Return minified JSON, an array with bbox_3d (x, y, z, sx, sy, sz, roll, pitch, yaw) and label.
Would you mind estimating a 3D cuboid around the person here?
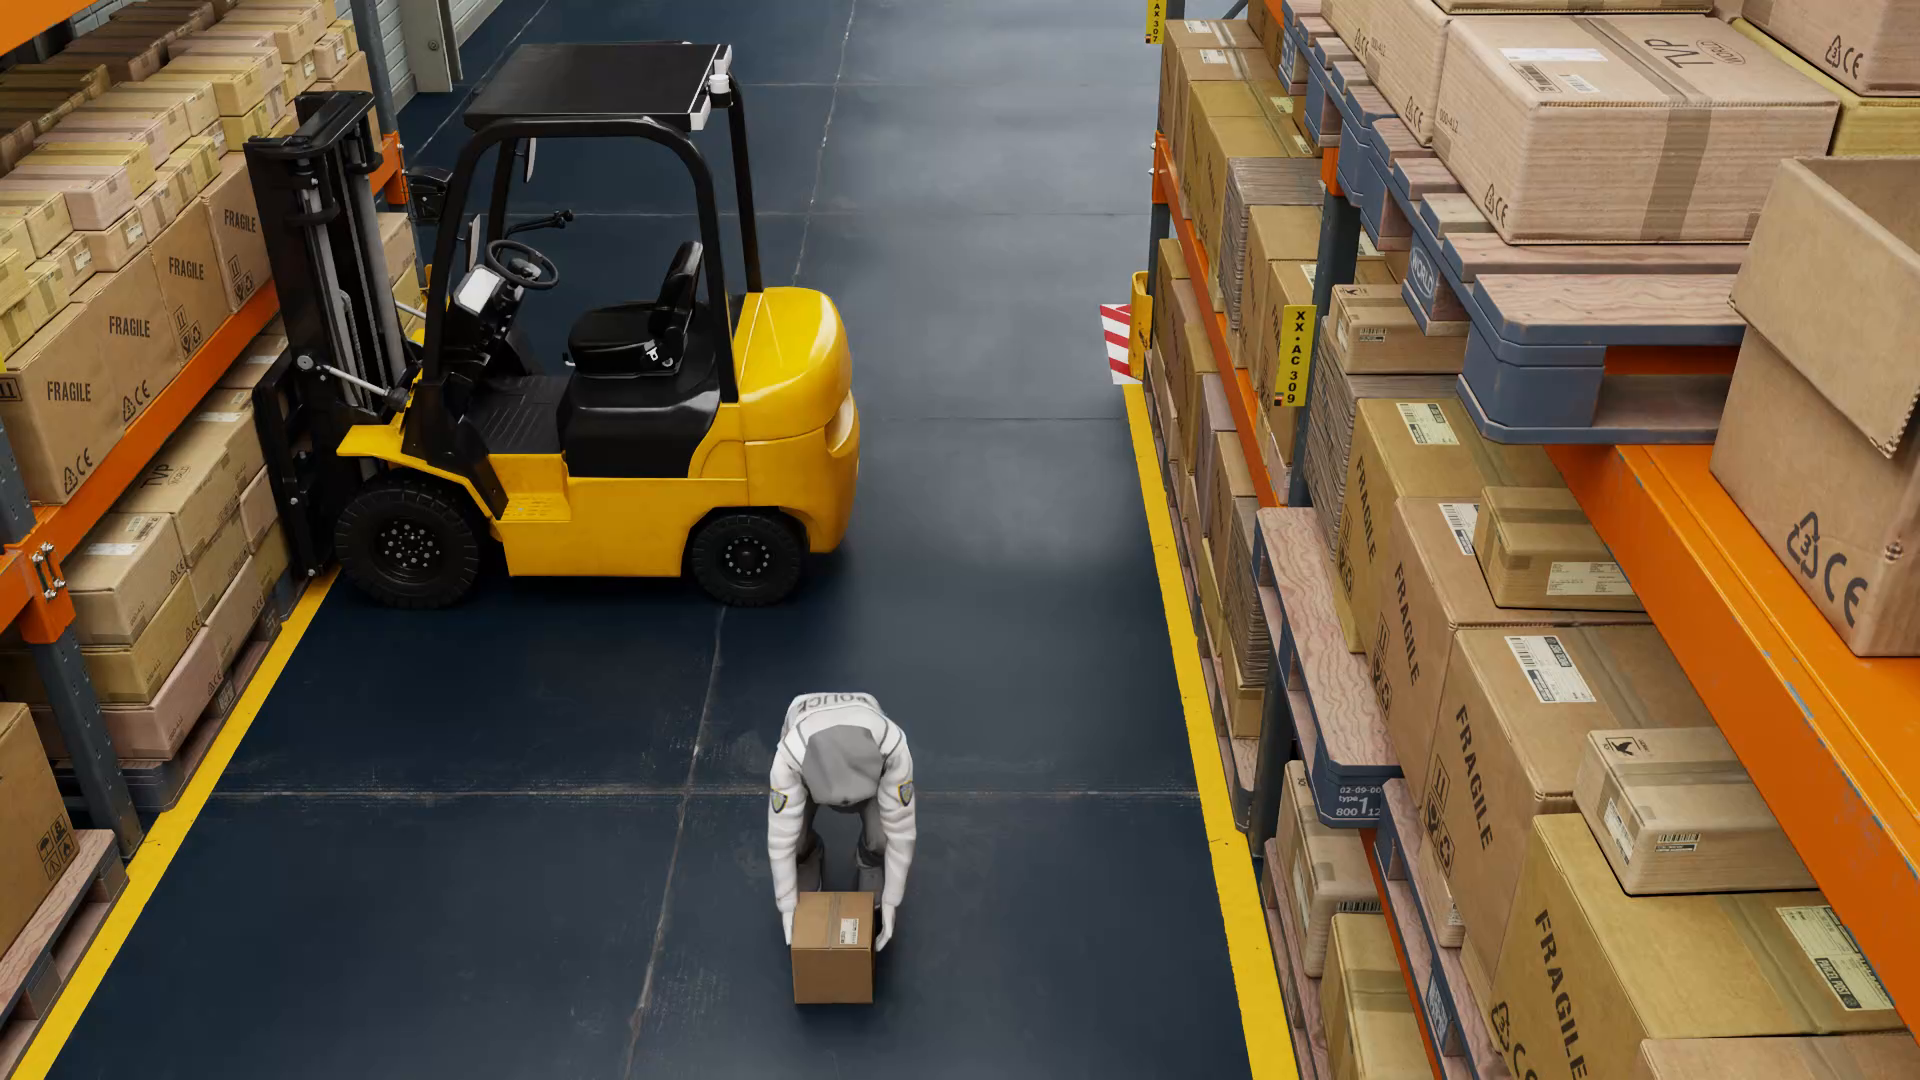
[{"bbox_3d":[-0.386,0.841,5.464,0.491,0.946,0.850,0,32,0],"label":"person"}]
